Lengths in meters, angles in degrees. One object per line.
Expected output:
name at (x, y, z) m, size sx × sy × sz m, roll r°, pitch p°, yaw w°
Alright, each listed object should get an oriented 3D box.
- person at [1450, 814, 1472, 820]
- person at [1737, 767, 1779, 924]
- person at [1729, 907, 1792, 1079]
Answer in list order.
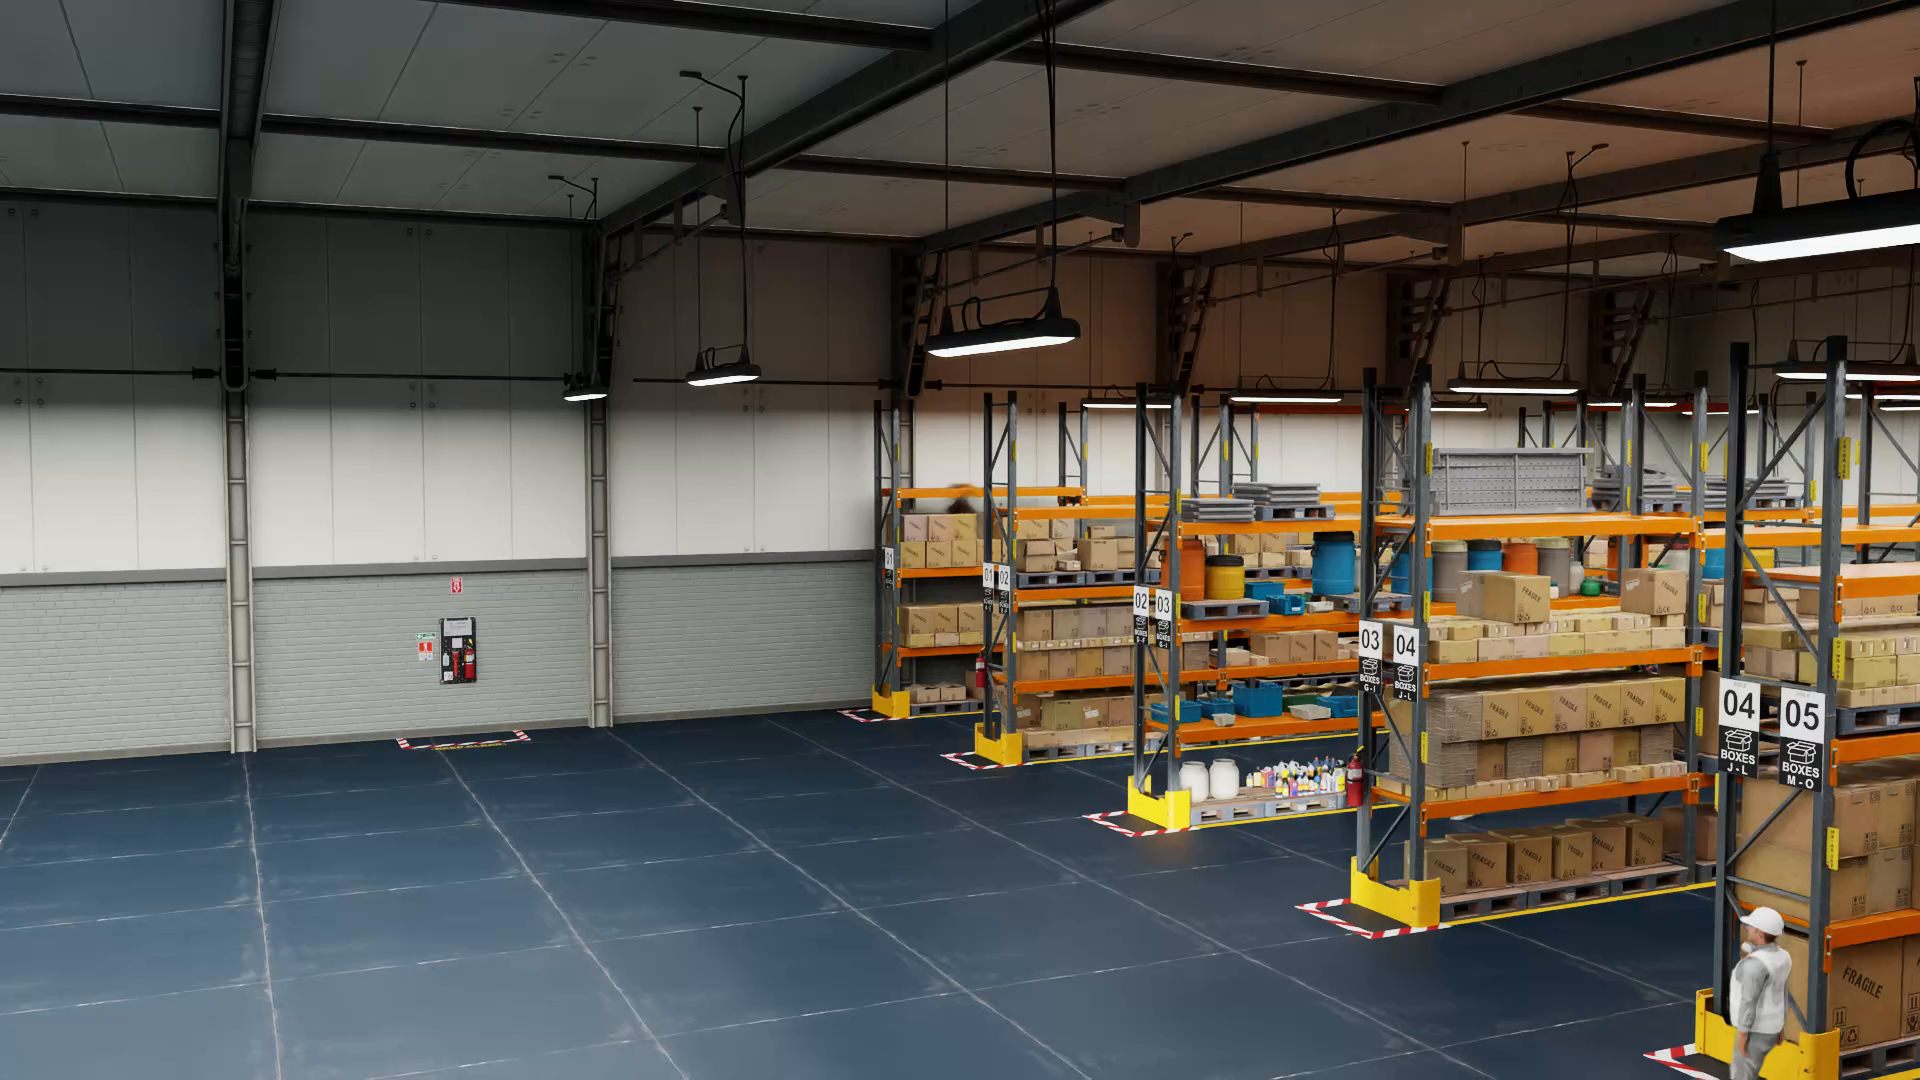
person at (6.958, 3.001, 22.977) m, size 0.338 × 1.702 × 0.438 m, roll 1°, pitch 3°, yaw 16°
person at (8.600, 3.272, 17.793) m, size 0.586 × 1.722 × 0.473 m, roll -1°, pitch 3°, yaw -14°
person at (5.889, 3.571, 12.197) m, size 0.728 × 1.762 × 0.539 m, roll 2°, pitch 4°, yaw 37°
